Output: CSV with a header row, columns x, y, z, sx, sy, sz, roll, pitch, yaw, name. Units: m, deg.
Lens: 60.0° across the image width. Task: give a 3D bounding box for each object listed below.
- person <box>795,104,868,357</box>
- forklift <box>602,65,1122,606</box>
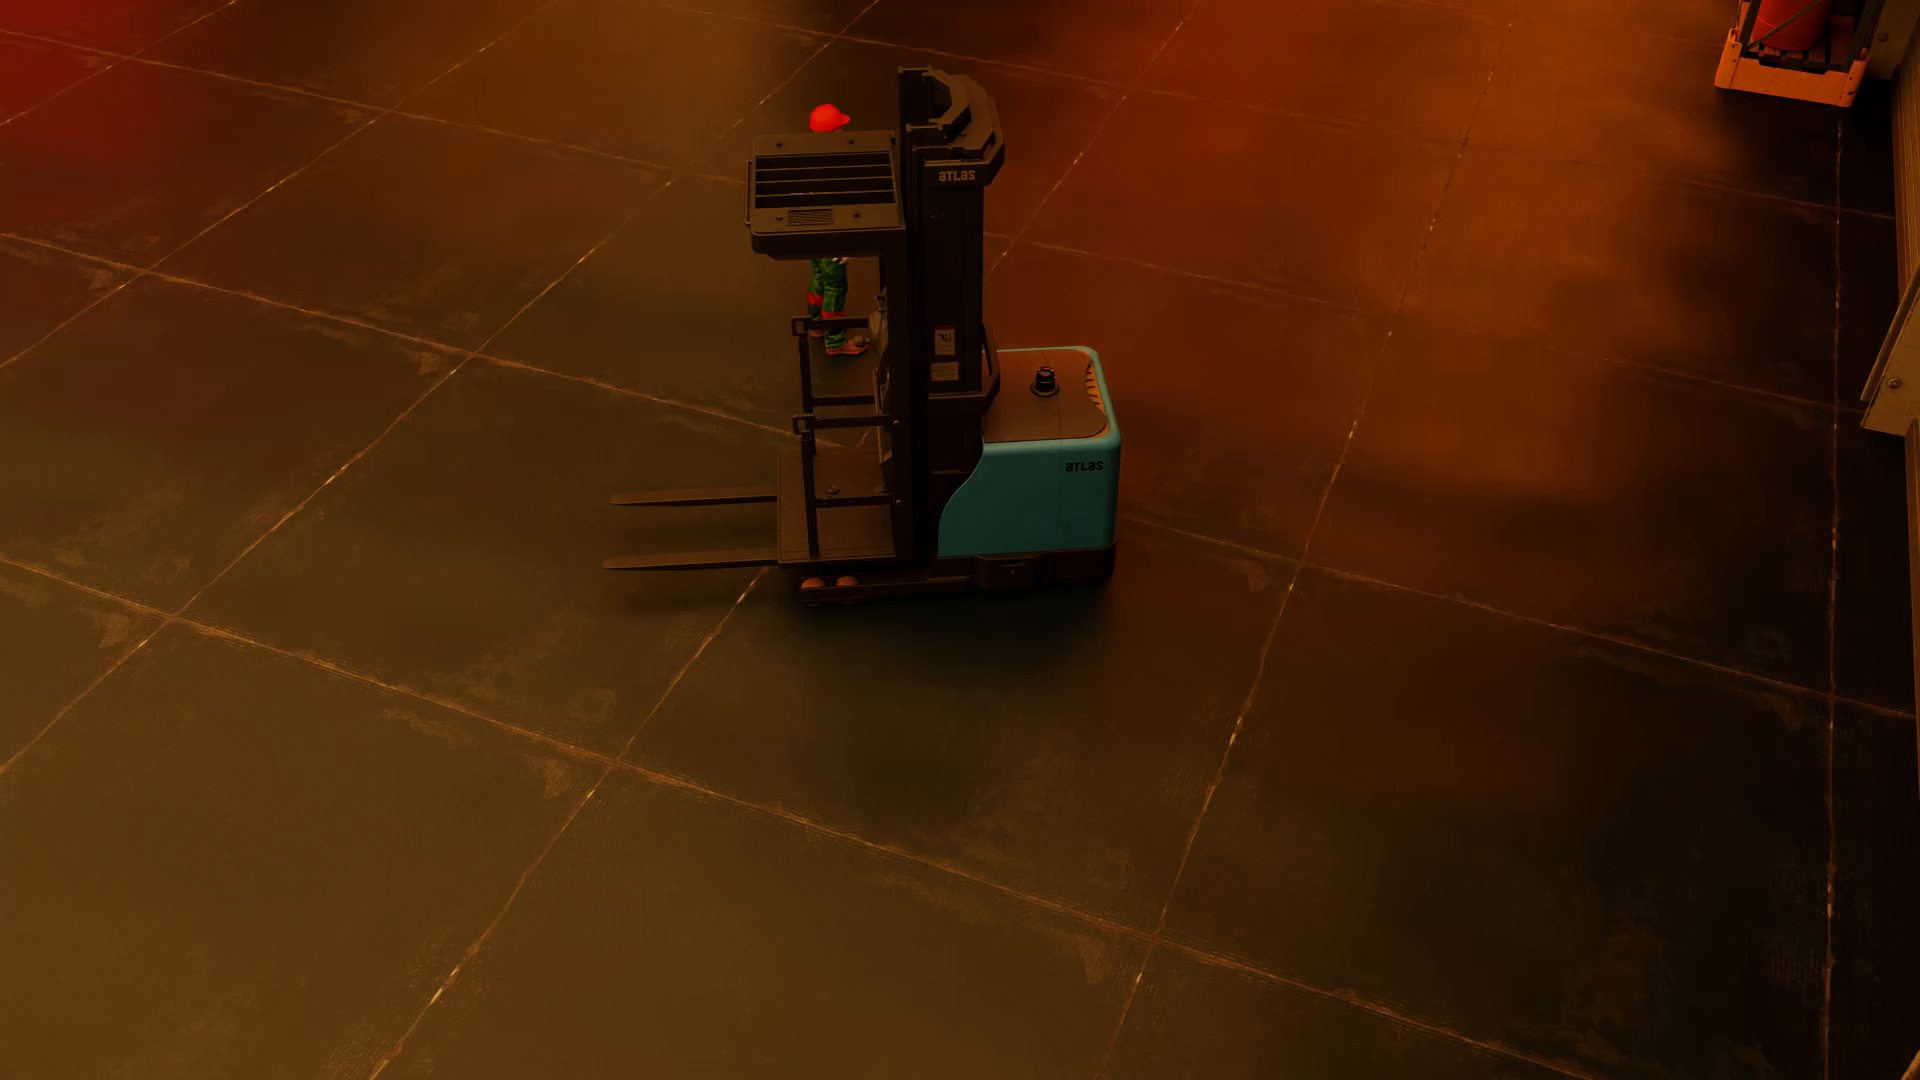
x,y,z,sx,sy,sz,roll,pitch,yaw,name
-0.927,-2.143,11.467,0.450,1.779,0.619,-18,43,-20,person
-0.621,-1.090,9.308,3.031,2.935,1.130,-3,40,-4,forklift
